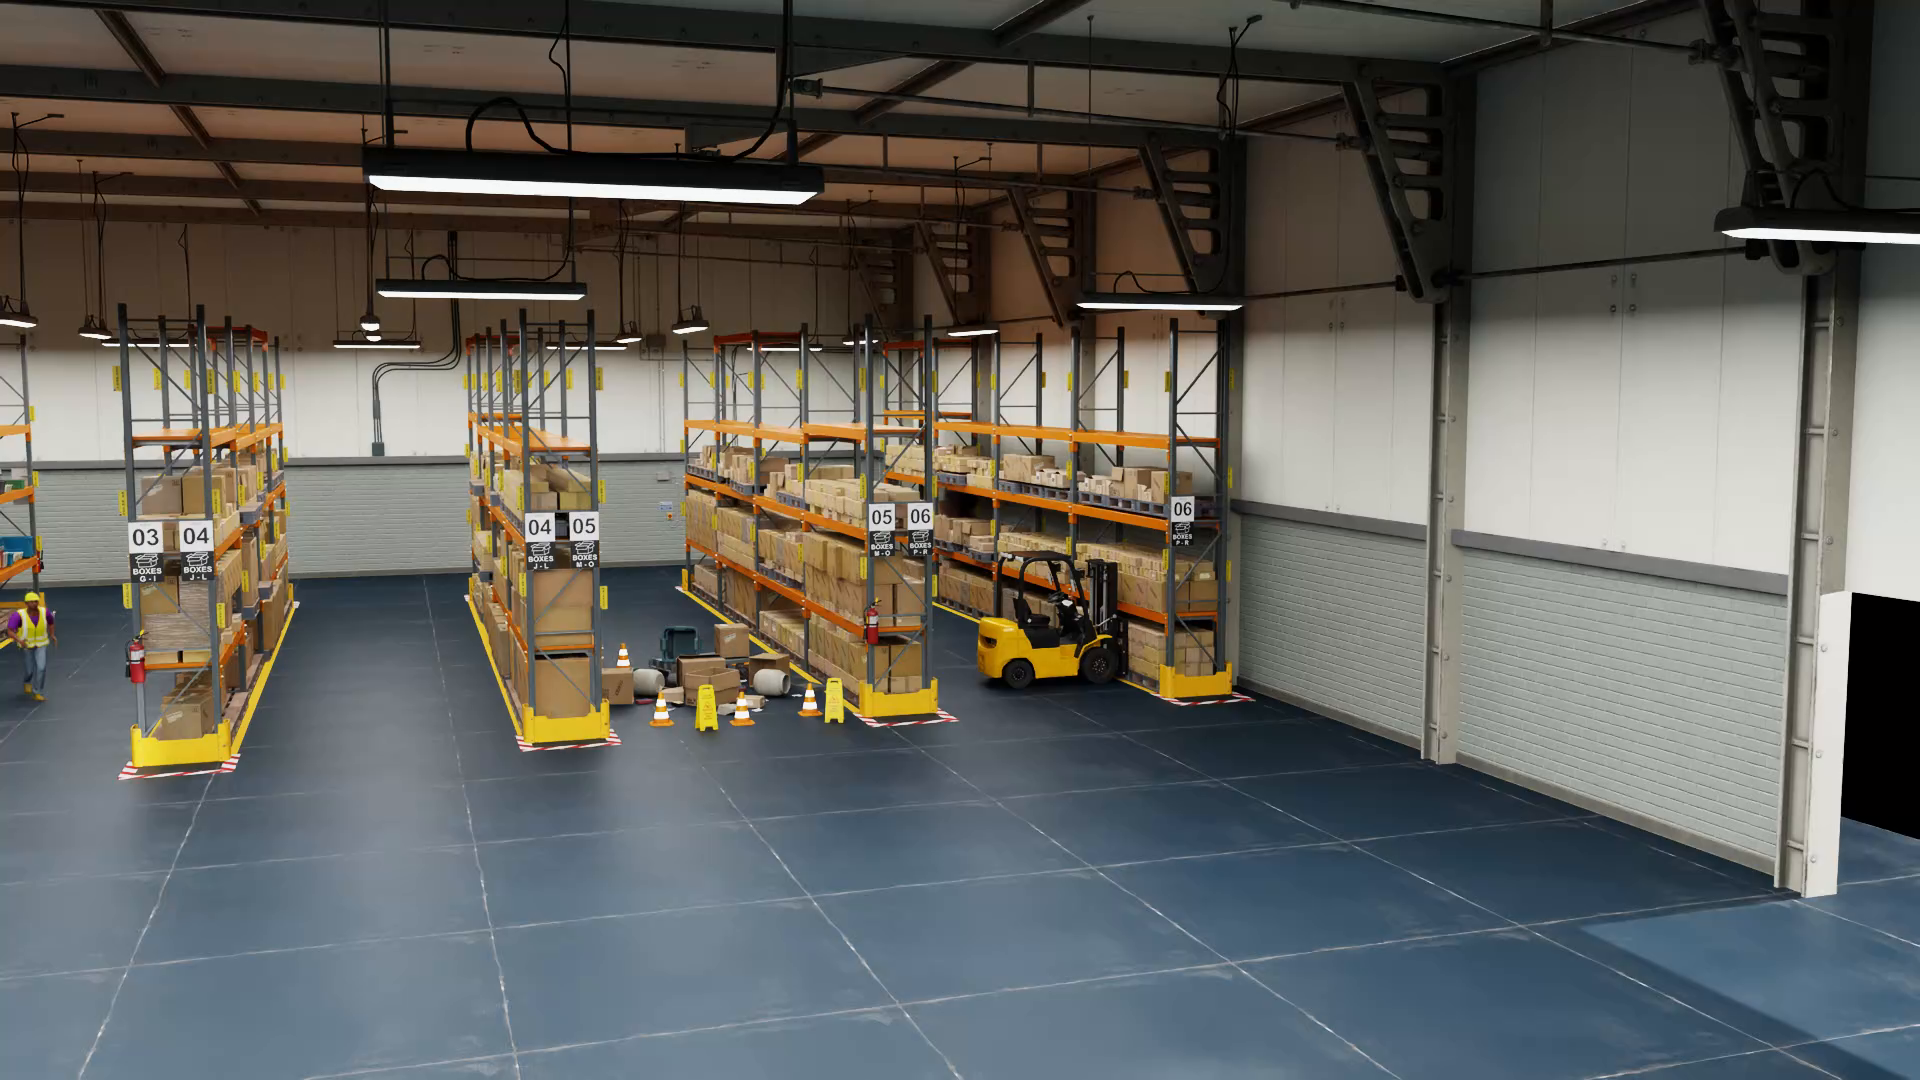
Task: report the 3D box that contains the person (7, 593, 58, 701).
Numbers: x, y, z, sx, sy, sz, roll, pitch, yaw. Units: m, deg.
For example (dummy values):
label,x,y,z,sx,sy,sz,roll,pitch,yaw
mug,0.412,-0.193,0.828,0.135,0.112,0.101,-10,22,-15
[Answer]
label,x,y,z,sx,sy,sz,roll,pitch,yaw
person,-14.668,1.664,26.266,0.700,1.716,0.798,-4,7,-39
